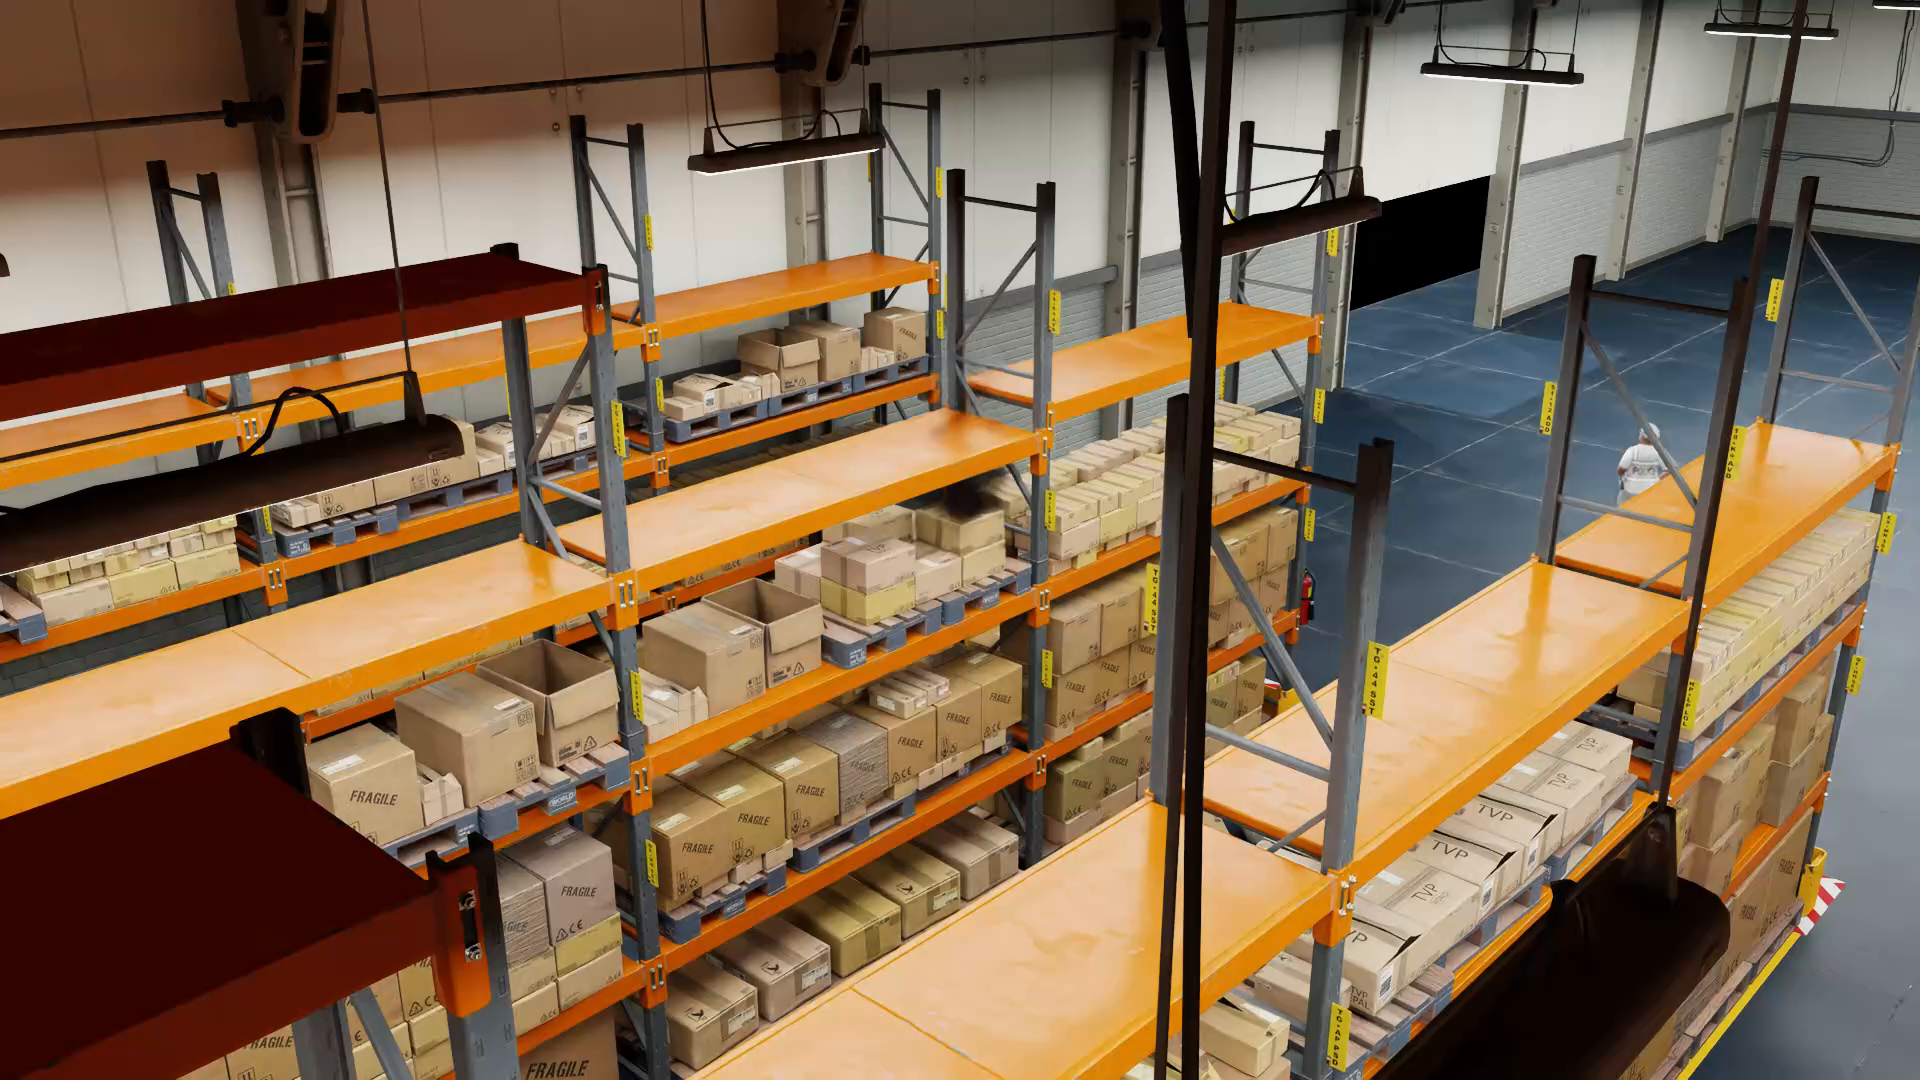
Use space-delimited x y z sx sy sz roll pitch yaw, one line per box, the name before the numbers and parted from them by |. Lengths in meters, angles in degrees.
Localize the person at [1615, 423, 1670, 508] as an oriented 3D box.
person | 8.703 -0.657 21.302 0.672 1.741 0.775 0 21 -1
